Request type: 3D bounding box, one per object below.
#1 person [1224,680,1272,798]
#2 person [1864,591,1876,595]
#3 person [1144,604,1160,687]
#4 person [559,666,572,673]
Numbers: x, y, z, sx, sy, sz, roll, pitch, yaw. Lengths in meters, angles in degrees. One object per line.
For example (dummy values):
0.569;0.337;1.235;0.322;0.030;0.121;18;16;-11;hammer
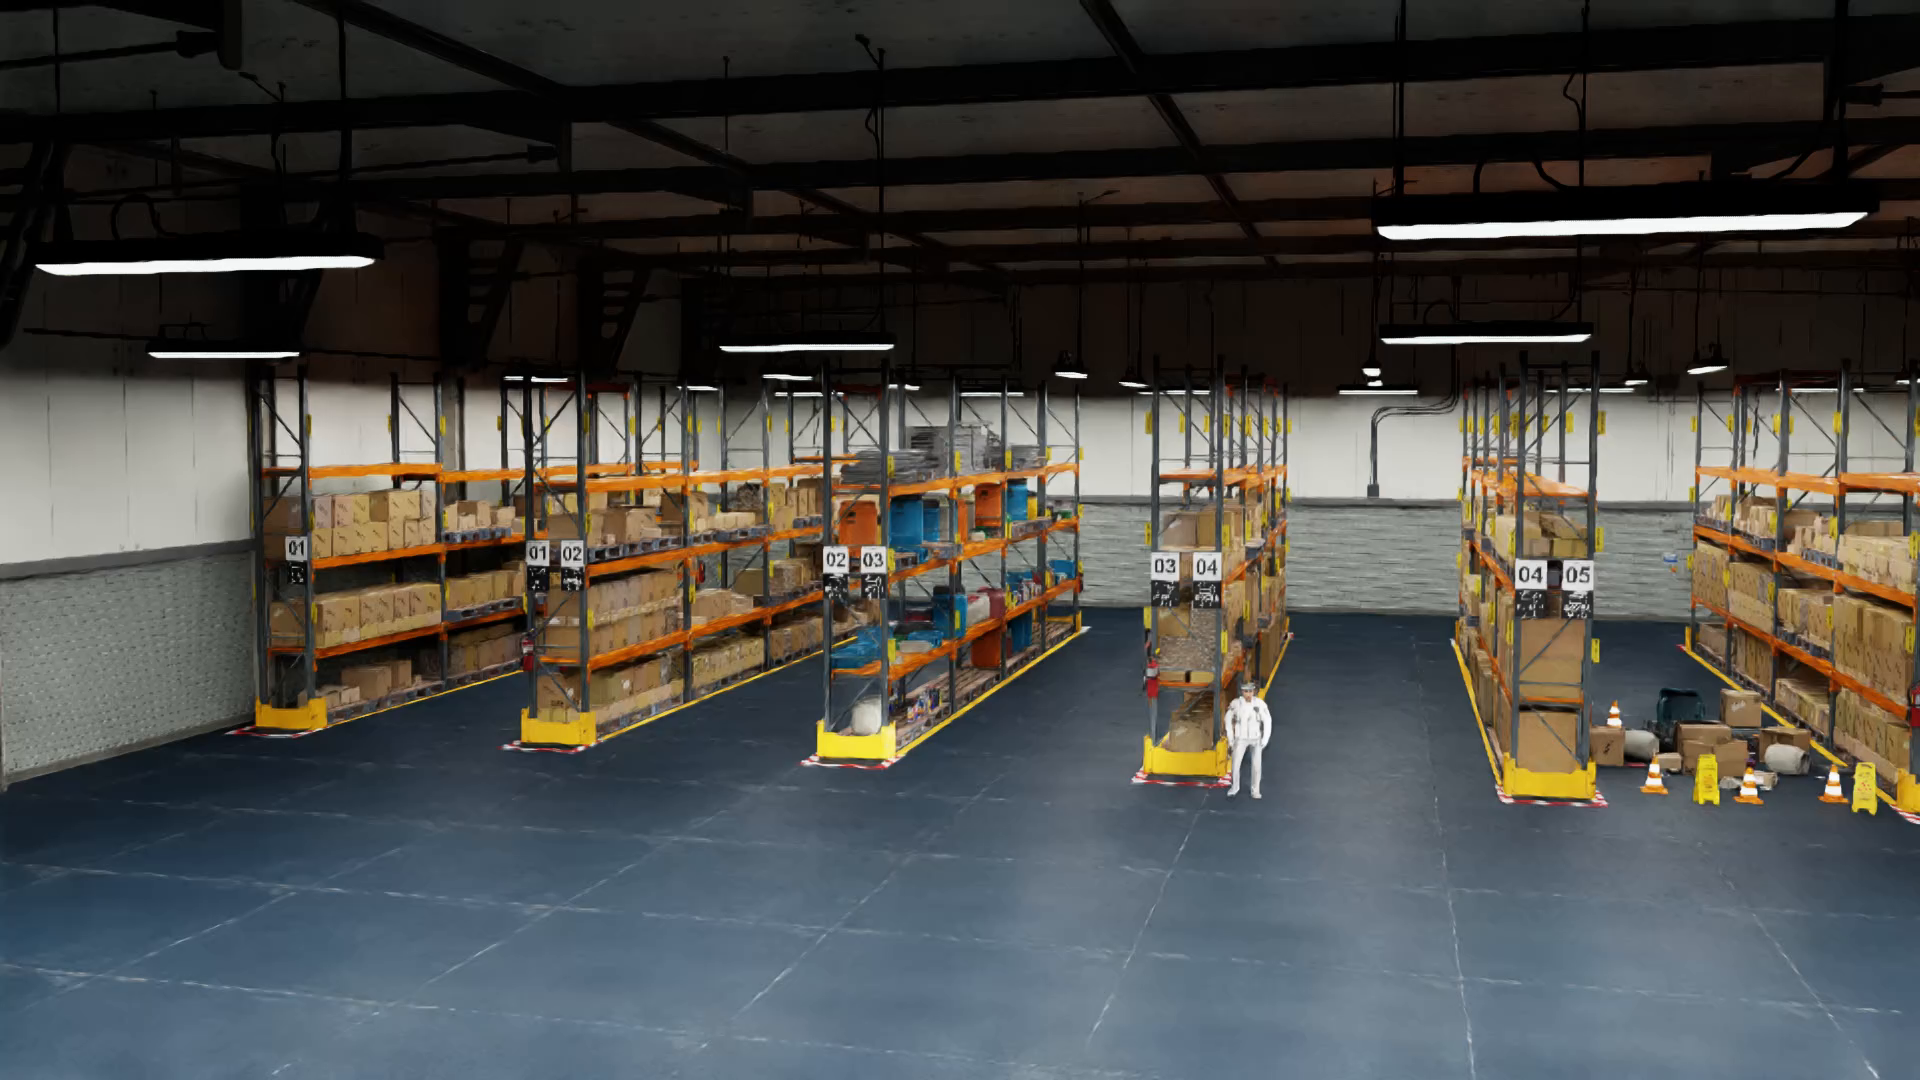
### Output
3.860;2.656;22.313;0.639;1.632;0.506;1;4;12;person
20.253;1.576;36.964;0.588;1.773;0.691;-1;4;-14;person
3.684;1.969;31.560;0.410;1.761;0.581;2;5;29;person
-7.527;1.876;32.126;0.454;1.787;0.601;-1;4;-13;person
